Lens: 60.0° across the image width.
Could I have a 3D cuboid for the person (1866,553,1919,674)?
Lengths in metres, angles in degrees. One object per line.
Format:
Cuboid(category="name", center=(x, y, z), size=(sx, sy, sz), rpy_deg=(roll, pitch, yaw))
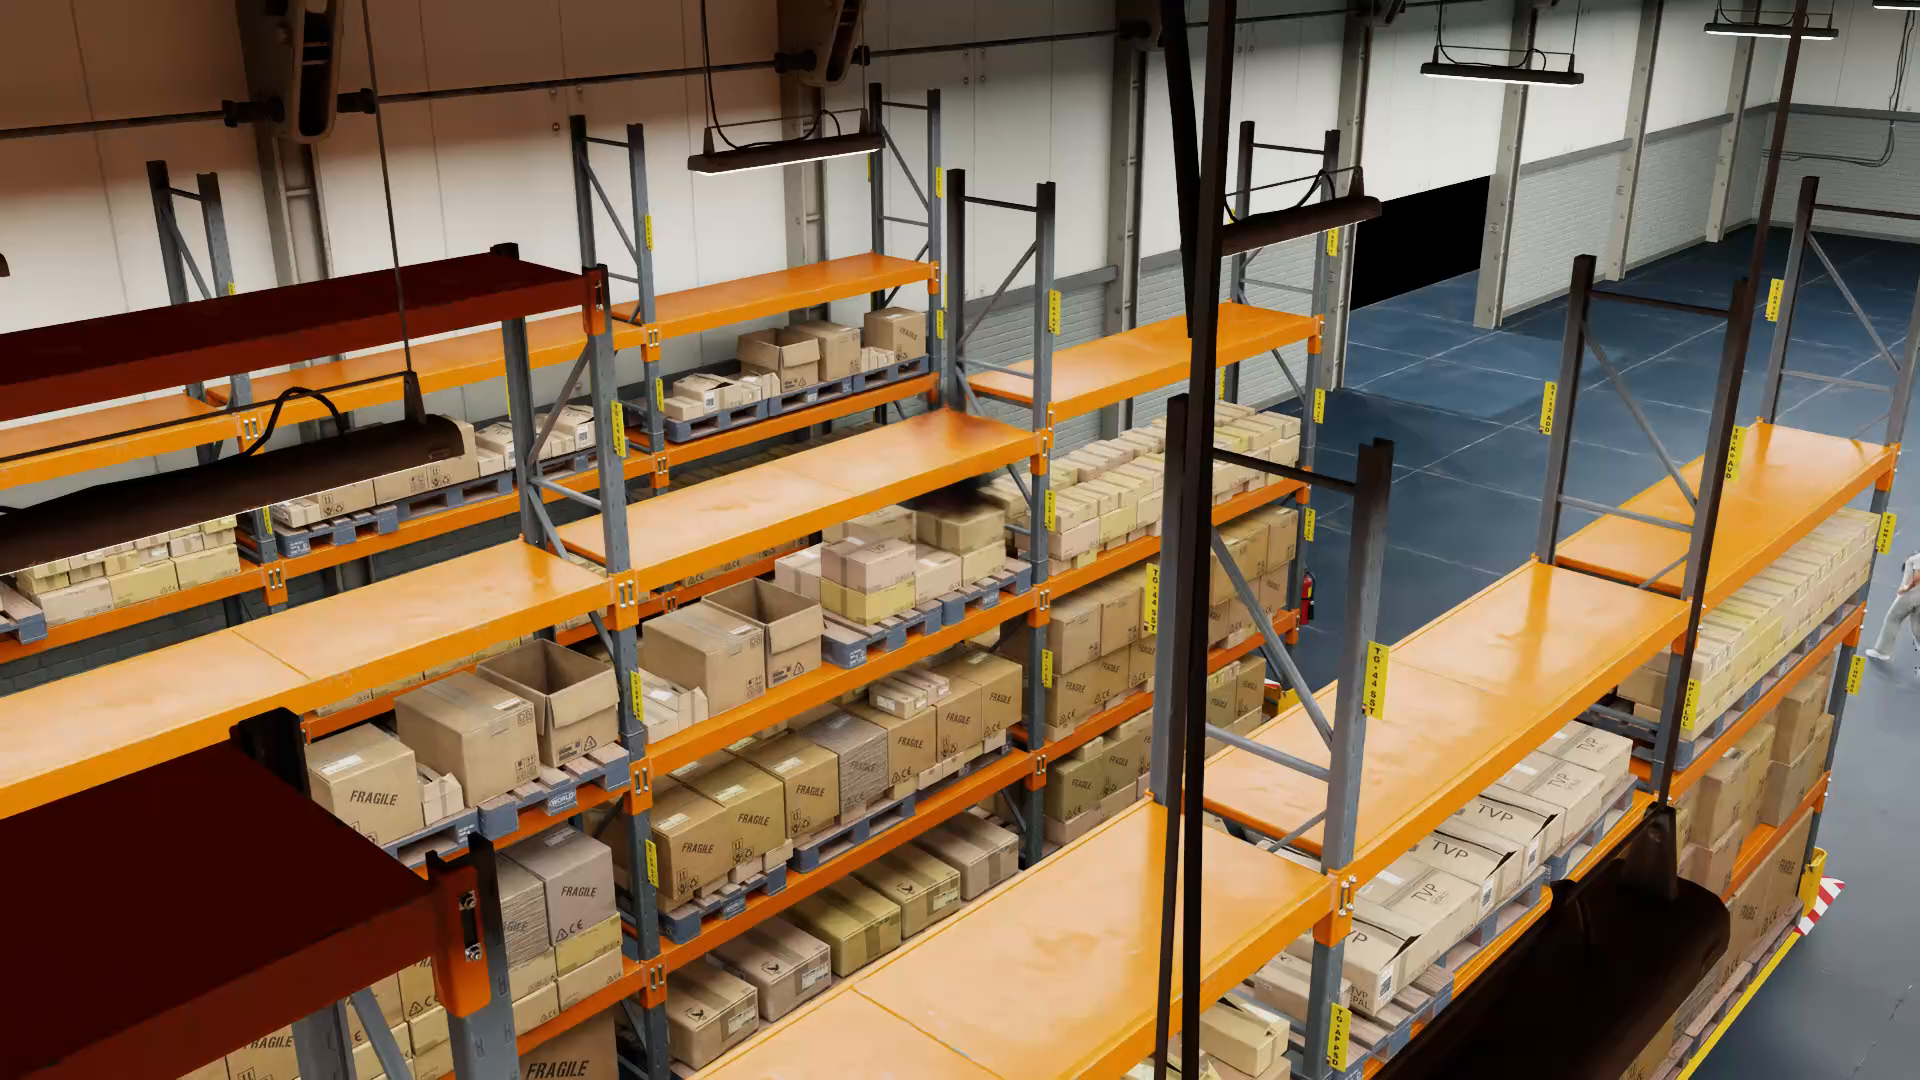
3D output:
Cuboid(category="person", center=(10.335, 0.636, 17.981), size=(0.570, 1.664, 0.908), rpy_deg=(-5, 22, -13))
